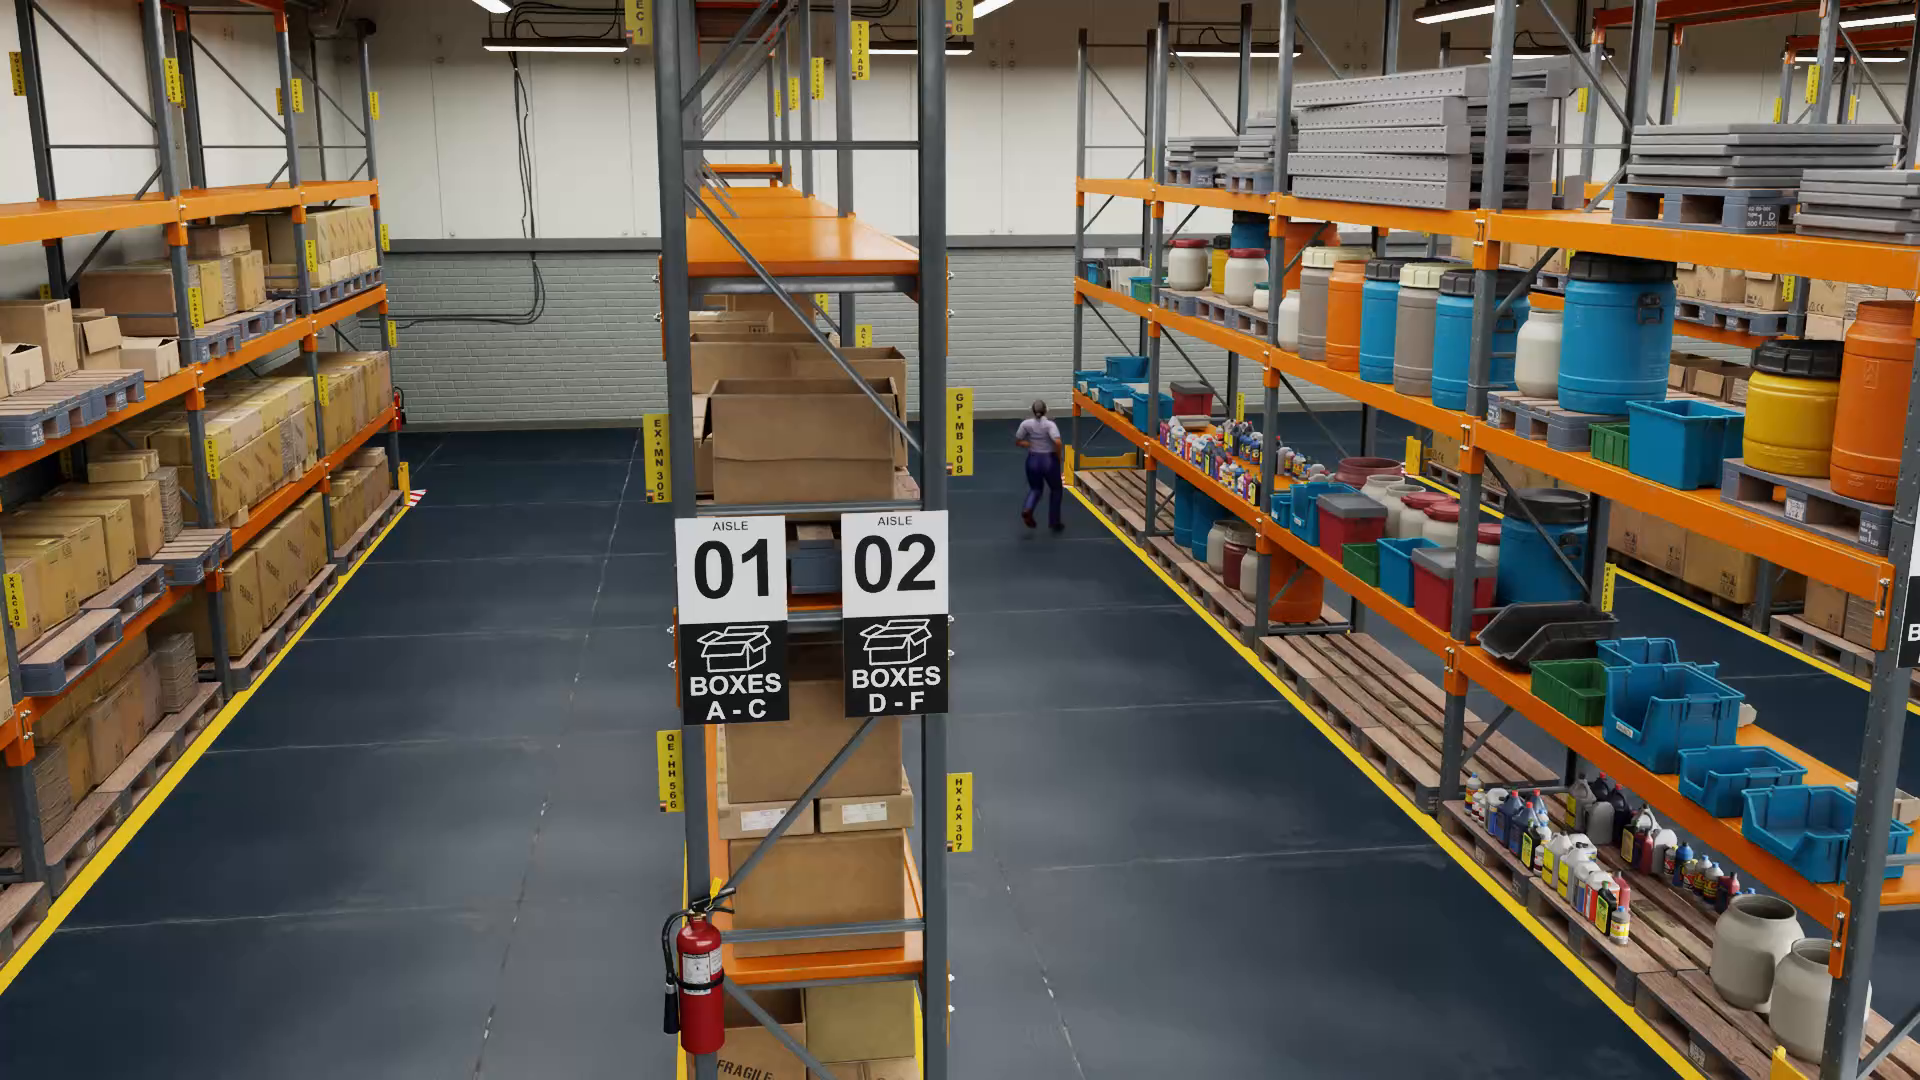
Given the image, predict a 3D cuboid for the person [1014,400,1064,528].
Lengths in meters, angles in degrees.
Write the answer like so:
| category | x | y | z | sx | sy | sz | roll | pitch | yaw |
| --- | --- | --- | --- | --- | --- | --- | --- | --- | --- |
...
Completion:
| category | x | y | z | sx | sy | sz | roll | pitch | yaw |
| --- | --- | --- | --- | --- | --- | --- | --- | --- | --- |
| person | 0.997 | -0.891 | 19.895 | 0.642 | 1.628 | 0.763 | 6 | 15 | 24 |
